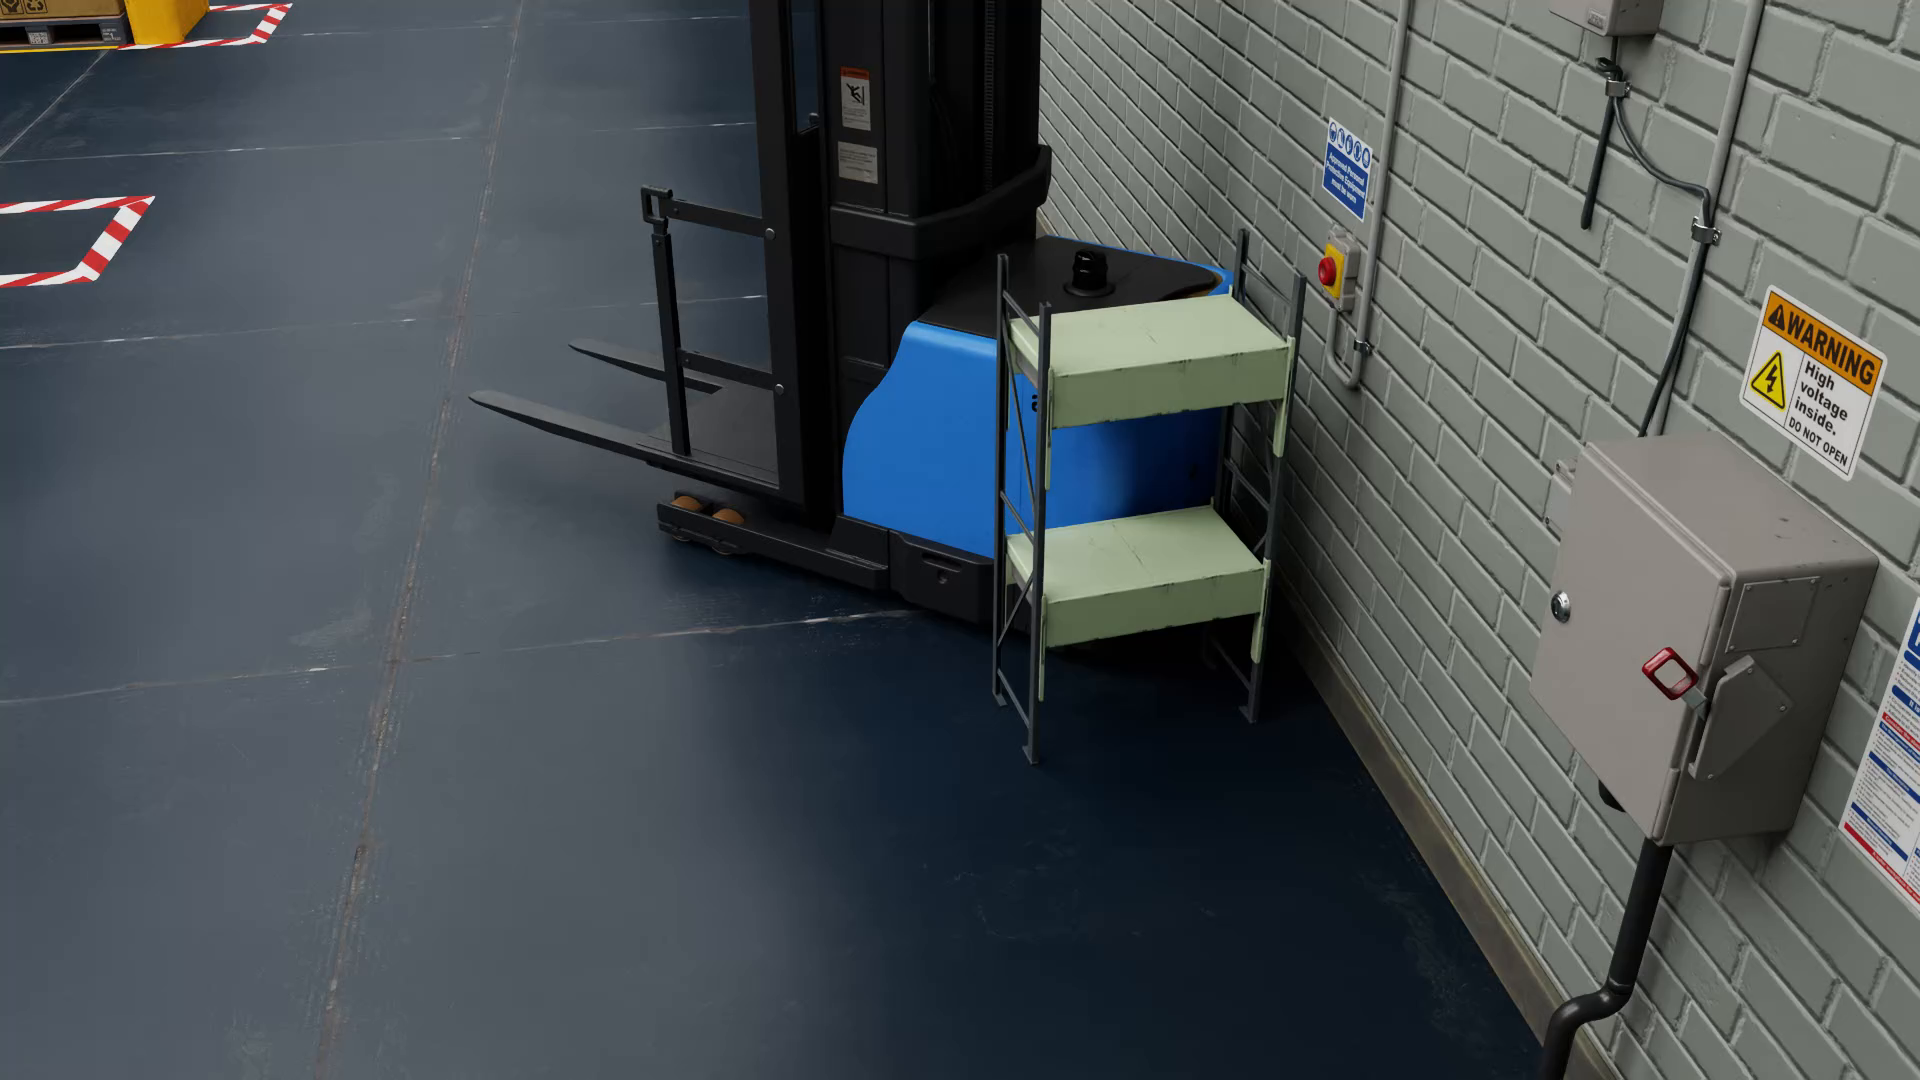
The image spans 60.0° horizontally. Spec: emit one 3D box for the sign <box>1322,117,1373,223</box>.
[{"bbox_3d":[1.133,-1.088,4.875,0.001,0.218,0.327,-5,31,-9],"label":"sign"}]

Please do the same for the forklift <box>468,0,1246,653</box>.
[{"bbox_3d":[-0.540,-1.422,5.777,3.031,2.935,1.130,16,34,26],"label":"forklift"}]

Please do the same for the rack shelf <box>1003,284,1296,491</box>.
[{"bbox_3d":[0.523,-0.446,4.758,0.720,0.370,0.431,-9,32,-14],"label":"rack shelf"}]

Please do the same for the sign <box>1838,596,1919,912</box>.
[{"bbox_3d":[1.609,0.387,2.727,0.001,0.494,0.329,-5,31,-9],"label":"sign"}]

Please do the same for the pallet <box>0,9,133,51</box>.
[{"bbox_3d":[-7.019,-4.043,12.917,1.213,0.211,1.003,-5,31,-9],"label":"pallet"}]

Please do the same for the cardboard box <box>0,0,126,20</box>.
[{"bbox_3d":[-6.861,-4.524,12.666,0.875,0.875,0.875,-5,31,-9],"label":"cardboard box"}]

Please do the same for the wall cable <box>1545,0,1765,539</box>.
[{"bbox_3d":[1.348,-0.674,3.435,0.122,1.984,0.588,-5,31,-9],"label":"wall cable"}]

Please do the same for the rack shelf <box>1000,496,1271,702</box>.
[{"bbox_3d":[0.523,0.172,5.121,0.720,0.370,0.431,-9,32,-14],"label":"rack shelf"}]

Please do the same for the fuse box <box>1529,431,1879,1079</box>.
[{"bbox_3d":[1.316,0.674,3.416,0.414,1.711,0.539,-5,31,-9],"label":"fuse box"}]

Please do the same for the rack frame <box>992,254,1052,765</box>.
[{"bbox_3d":[0.172,-0.057,4.867,0.023,1.500,0.400,-9,32,-14],"label":"rack frame"}]

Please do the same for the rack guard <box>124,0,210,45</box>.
[{"bbox_3d":[-6.223,-4.281,13.038,0.348,0.500,1.175,-5,31,-9],"label":"rack guard"}]

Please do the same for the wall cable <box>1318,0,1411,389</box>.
[{"bbox_3d":[1.081,-1.394,4.628,0.123,1.953,0.585,-5,31,-9],"label":"wall cable"}]

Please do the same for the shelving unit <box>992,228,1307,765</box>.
[{"bbox_3d":[0.523,-0.109,4.956,0.755,1.500,0.431,-9,32,-14],"label":"shelving unit"}]

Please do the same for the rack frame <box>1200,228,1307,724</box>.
[{"bbox_3d":[0.874,-0.162,5.046,0.023,1.500,0.400,-9,32,-14],"label":"rack frame"}]

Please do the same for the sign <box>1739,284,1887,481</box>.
[{"bbox_3d":[1.510,-0.284,2.959,0.001,0.242,0.339,-5,31,-9],"label":"sign"}]
